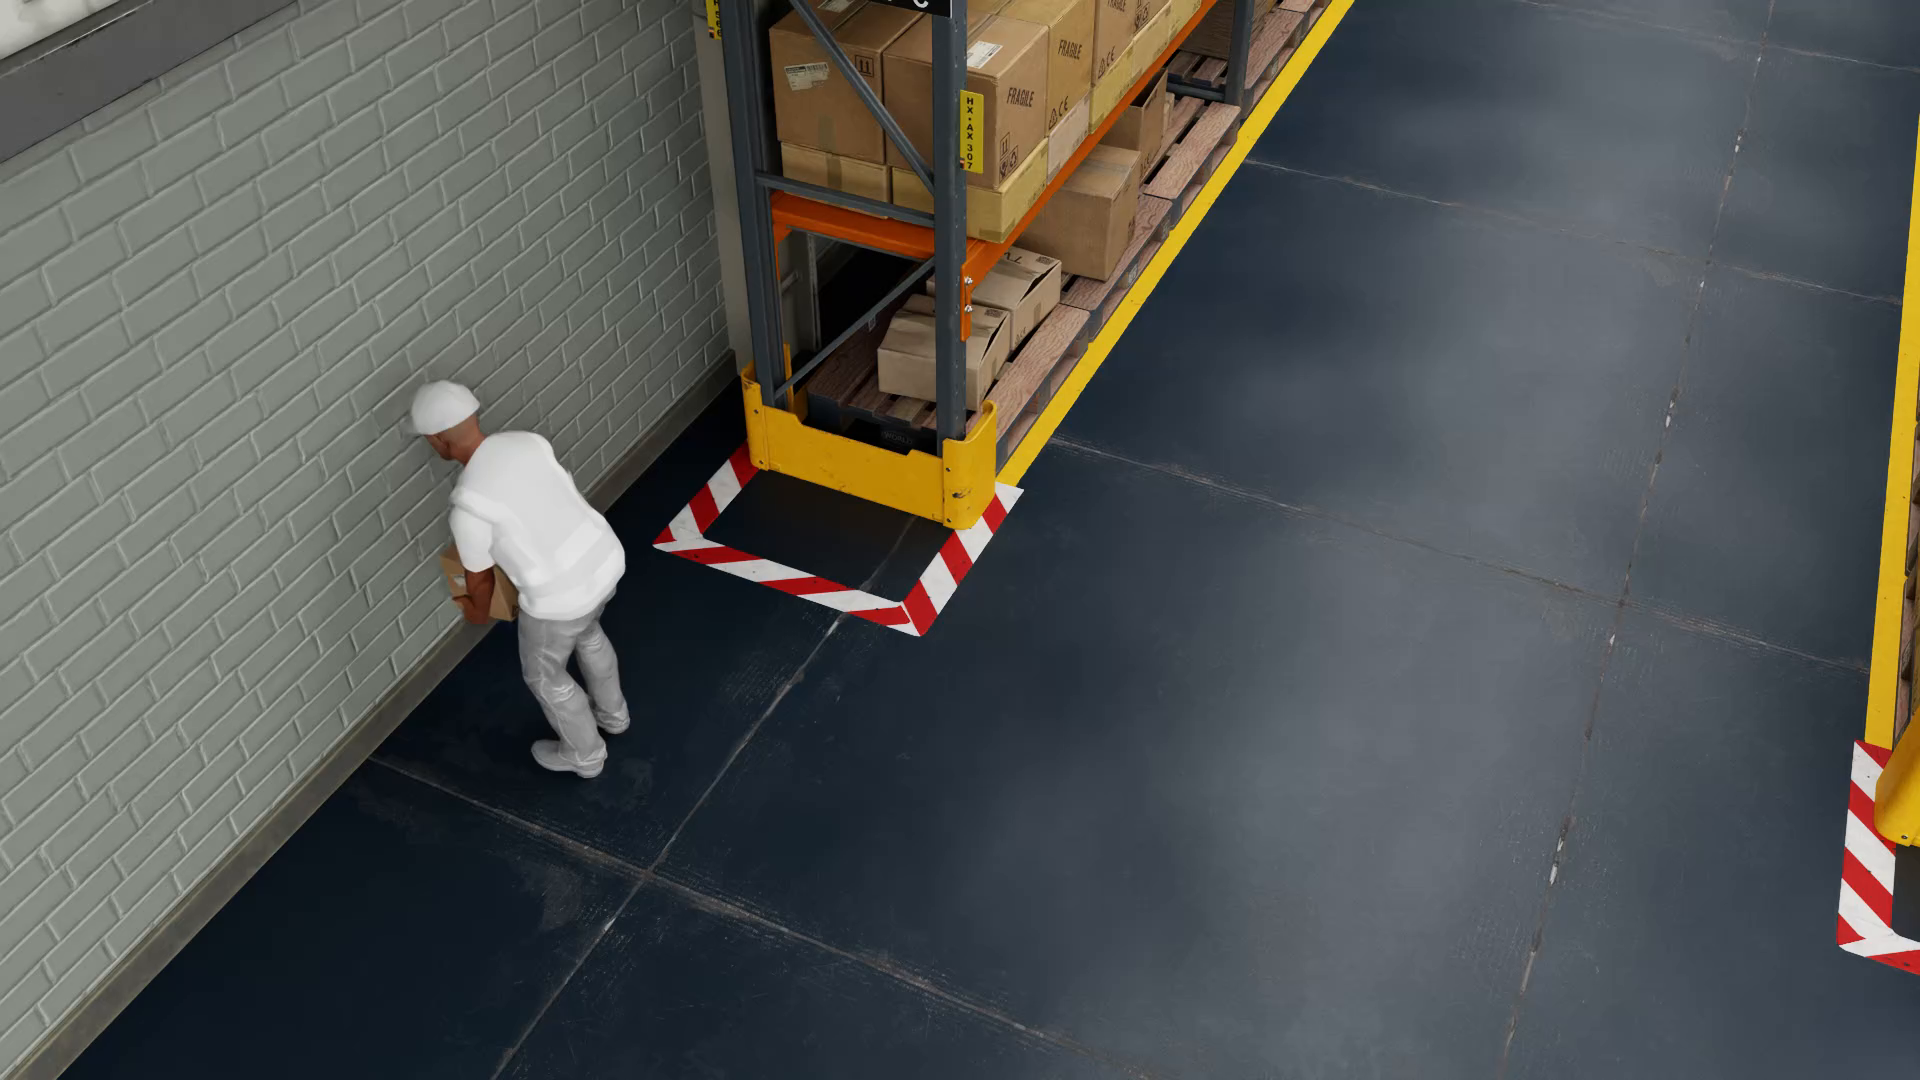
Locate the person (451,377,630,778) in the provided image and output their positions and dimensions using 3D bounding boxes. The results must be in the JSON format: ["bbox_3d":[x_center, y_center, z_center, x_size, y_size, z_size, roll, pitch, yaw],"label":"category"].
[{"bbox_3d":[-1.526,0.124,6.005,0.575,1.761,0.505,17,44,18],"label":"person"}]
